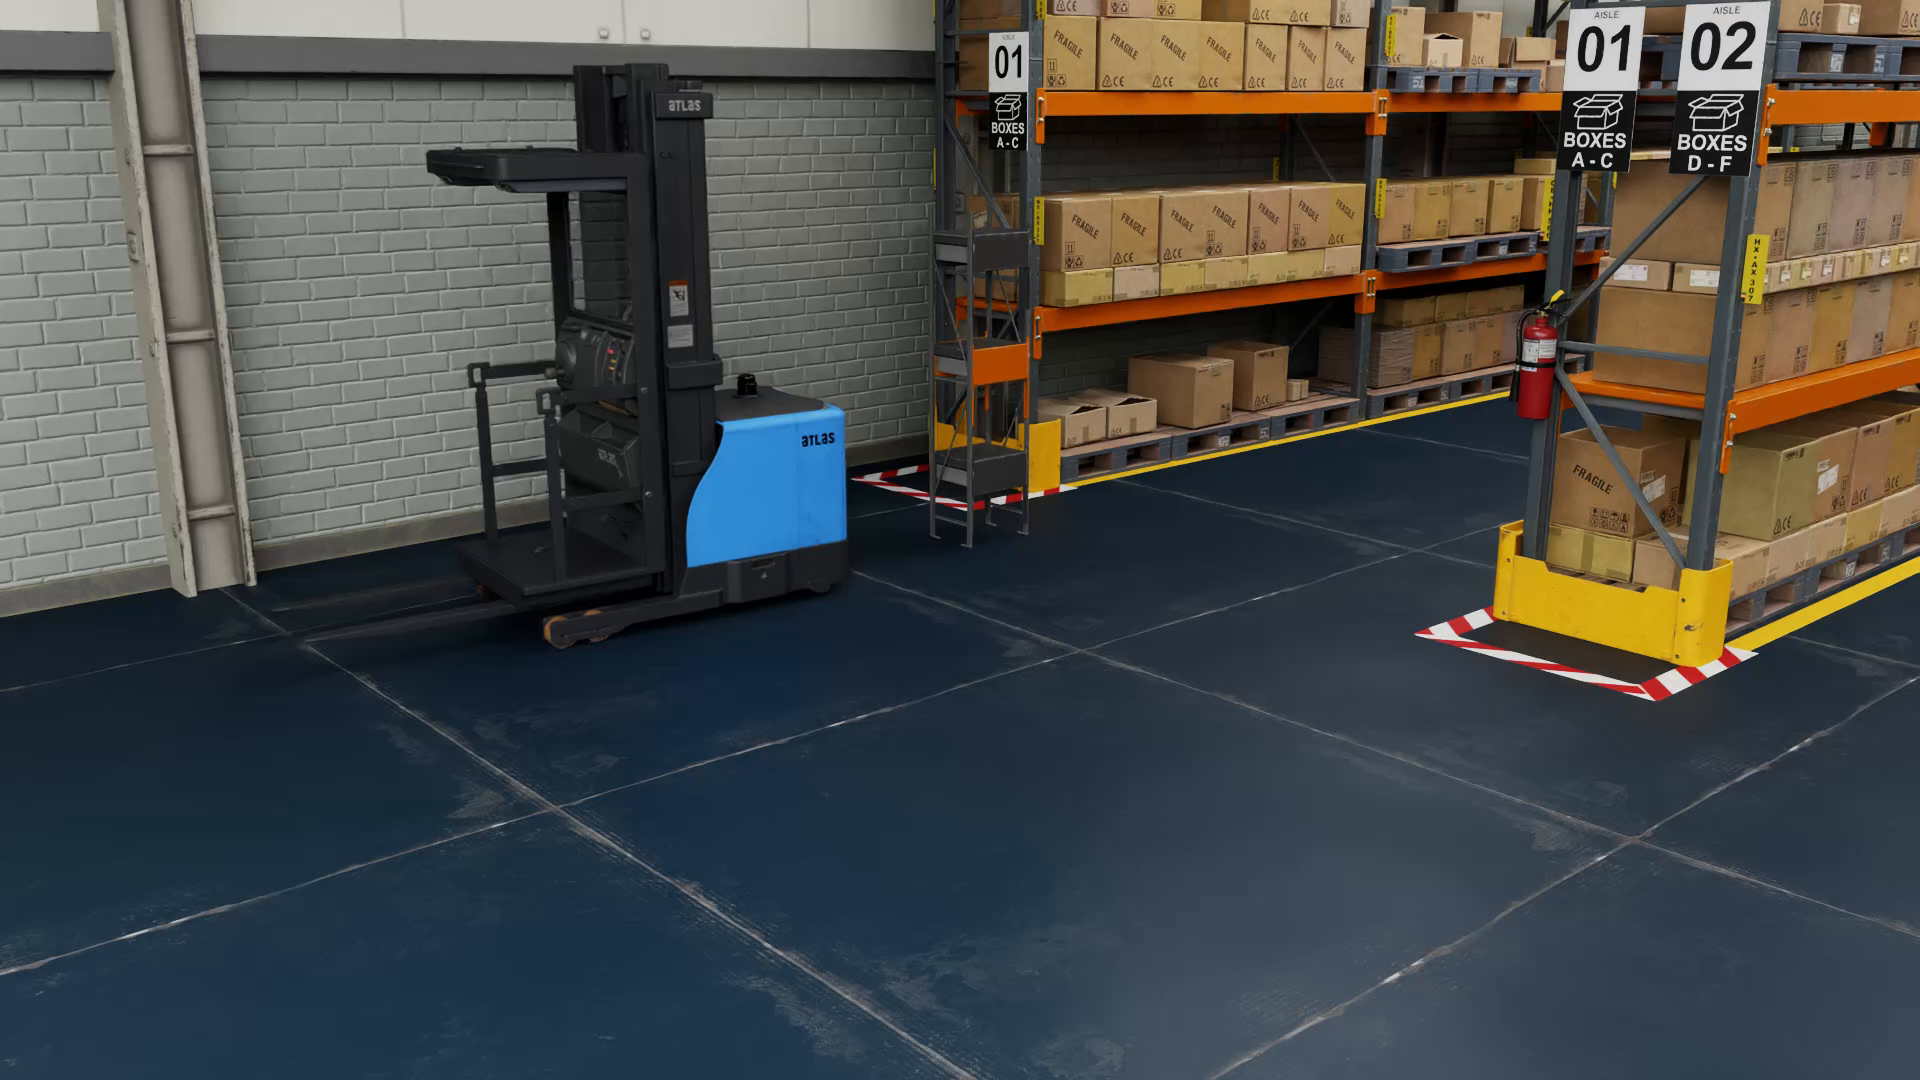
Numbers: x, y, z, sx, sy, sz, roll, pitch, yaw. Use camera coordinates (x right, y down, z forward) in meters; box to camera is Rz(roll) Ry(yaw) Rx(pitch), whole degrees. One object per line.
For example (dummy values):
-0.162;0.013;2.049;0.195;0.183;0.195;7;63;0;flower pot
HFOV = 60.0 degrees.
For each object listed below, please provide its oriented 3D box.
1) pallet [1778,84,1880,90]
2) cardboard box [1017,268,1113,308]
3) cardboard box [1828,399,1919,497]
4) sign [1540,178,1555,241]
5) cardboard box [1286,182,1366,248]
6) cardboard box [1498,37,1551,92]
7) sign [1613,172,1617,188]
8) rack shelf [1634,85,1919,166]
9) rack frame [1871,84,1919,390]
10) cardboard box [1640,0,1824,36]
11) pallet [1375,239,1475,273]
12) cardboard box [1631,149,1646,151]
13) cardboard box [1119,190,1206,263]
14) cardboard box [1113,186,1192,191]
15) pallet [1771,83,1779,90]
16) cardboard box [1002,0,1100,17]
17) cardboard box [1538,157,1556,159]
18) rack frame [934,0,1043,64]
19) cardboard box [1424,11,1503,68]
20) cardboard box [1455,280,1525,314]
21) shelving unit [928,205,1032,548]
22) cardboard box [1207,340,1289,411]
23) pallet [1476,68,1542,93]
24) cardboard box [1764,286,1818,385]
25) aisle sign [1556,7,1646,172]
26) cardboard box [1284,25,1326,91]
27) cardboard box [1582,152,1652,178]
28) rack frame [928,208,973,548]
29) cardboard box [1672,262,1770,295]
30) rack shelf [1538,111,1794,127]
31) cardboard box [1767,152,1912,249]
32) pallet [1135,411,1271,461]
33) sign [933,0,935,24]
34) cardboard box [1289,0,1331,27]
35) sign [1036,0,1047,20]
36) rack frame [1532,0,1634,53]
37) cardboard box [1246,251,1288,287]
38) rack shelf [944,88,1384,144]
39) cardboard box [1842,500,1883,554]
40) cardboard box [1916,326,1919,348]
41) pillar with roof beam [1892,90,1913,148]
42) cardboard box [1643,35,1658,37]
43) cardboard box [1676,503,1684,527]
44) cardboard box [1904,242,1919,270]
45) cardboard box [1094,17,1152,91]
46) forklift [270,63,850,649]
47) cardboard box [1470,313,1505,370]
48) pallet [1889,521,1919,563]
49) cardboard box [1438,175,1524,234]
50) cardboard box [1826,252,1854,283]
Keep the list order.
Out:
10.788;-5.695;20.616;1.213;0.211;1.003;-13;19;-39;pallet
0.768;-1.871;12.195;0.500;0.250;0.500;-13;20;-41;cardboard box
5.497;-0.575;10.151;0.500;0.500;0.500;-13;19;-39;cardboard box
3.100;-1.731;8.717;0.005;0.325;0.100;-13;19;-39;sign
3.055;-2.750;14.032;0.500;0.500;0.500;-13;20;-39;cardboard box
5.187;-4.576;16.017;0.637;0.503;0.797;-9;18;-32;cardboard box
6.590;-3.686;16.646;0.005;0.325;0.100;-13;19;-39;sign
4.954;-2.390;9.467;4.000;0.370;1.077;-13;19;-39;rack shelf
6.463;-1.627;11.029;0.127;3.000;1.000;-13;19;-39;rack frame
3.882;-2.816;8.381;0.637;0.503;0.797;-11;18;-36;cardboard box
3.881;-2.599;15.041;1.213;0.211;1.003;-13;19;-39;pallet
7.180;-4.133;18.149;0.500;0.250;0.500;-13;20;-41;cardboard box
1.522;-2.403;12.734;0.500;0.500;0.500;-13;20;-41;cardboard box
1.560;-2.591;13.437;0.500;0.500;0.500;-12;19;-39;cardboard box
8.584;-5.138;18.731;1.217;0.209;0.805;-14;20;-42;pallet
0.641;-3.922;11.636;0.500;0.500;0.500;14;21;43;cardboard box
5.986;-3.779;16.780;0.380;0.149;0.250;13;20;40;cardboard box
0.191;-4.812;11.326;0.127;3.000;1.000;-13;19;-39;rack frame
4.604;-4.577;15.254;0.500;0.500;0.500;-14;20;-41;cardboard box
5.246;-2.419;16.533;0.500;0.250;0.500;-12;19;-38;cardboard box
0.125;-1.042;10.584;0.503;2.100;0.431;-13;19;-39;shelving unit
2.452;-1.412;14.216;0.500;0.500;0.500;14;21;43;cardboard box
4.525;-4.210;15.248;1.003;0.211;1.213;-13;19;-39;pallet
4.199;-1.164;9.103;0.500;0.500;0.700;-12;19;-38;cardboard box
3.203;-2.252;8.330;0.004;0.787;0.394;-13;19;-39;aisle sign
2.600;-3.881;13.423;0.500;0.500;0.500;14;20;42;cardboard box
6.760;-3.864;17.142;0.500;0.250;0.500;-12;19;-38;cardboard box
-0.059;-1.001;10.429;0.015;2.100;0.400;-13;19;-39;rack frame
3.883;-1.336;8.488;0.250;0.149;0.380;-13;20;-40;cardboard box
7.735;-4.709;18.148;4.000;0.370;1.077;-13;19;-39;rack shelf
4.997;-1.971;9.608;0.500;0.500;0.700;-13;19;-39;cardboard box
1.804;-0.915;13.768;1.213;0.211;1.003;-13;19;-39;pallet
-0.158;-3.902;12.016;0.005;0.325;0.100;-13;19;-39;sign
2.600;-4.348;13.233;0.500;0.500;0.500;-11;19;-36;cardboard box
0.547;-3.679;11.205;0.005;0.325;0.100;-13;19;-39;sign
6.226;-6.167;16.400;0.127;3.000;1.000;-13;19;-39;rack frame
2.300;-2.218;13.493;0.500;0.250;0.500;-13;20;-40;cardboard box
1.700;-3.354;13.075;4.000;0.370;1.077;-13;19;-39;rack shelf
5.129;-0.125;9.921;0.500;0.250;0.500;-13;19;-39;cardboard box
5.739;-1.509;10.391;0.500;0.500;0.700;-13;20;-40;cardboard box
16.556;-7.310;20.679;0.400;9.000;9.100;-13;19;-39;pillar with roof beam
6.919;-5.172;17.441;0.500;0.500;0.700;-14;20;-42;cardboard box
4.026;-0.059;9.675;0.500;0.250;0.500;-13;19;-39;cardboard box
5.440;-1.686;9.800;0.250;0.149;0.380;-12;19;-38;cardboard box
1.036;-3.513;12.043;0.500;0.500;0.500;-11;19;-36;cardboard box
-2.134;-1.006;8.837;3.031;2.935;1.130;-10;18;-34;forklift
4.896;-1.987;16.368;0.500;0.500;0.700;-13;20;-40;cardboard box
5.836;-0.154;10.915;1.213;0.211;1.003;-13;19;-39;pallet
4.953;-3.232;15.993;0.500;0.500;0.700;-13;19;-39;cardboard box
4.661;-1.511;9.144;0.250;0.149;0.380;-14;20;-41;cardboard box
